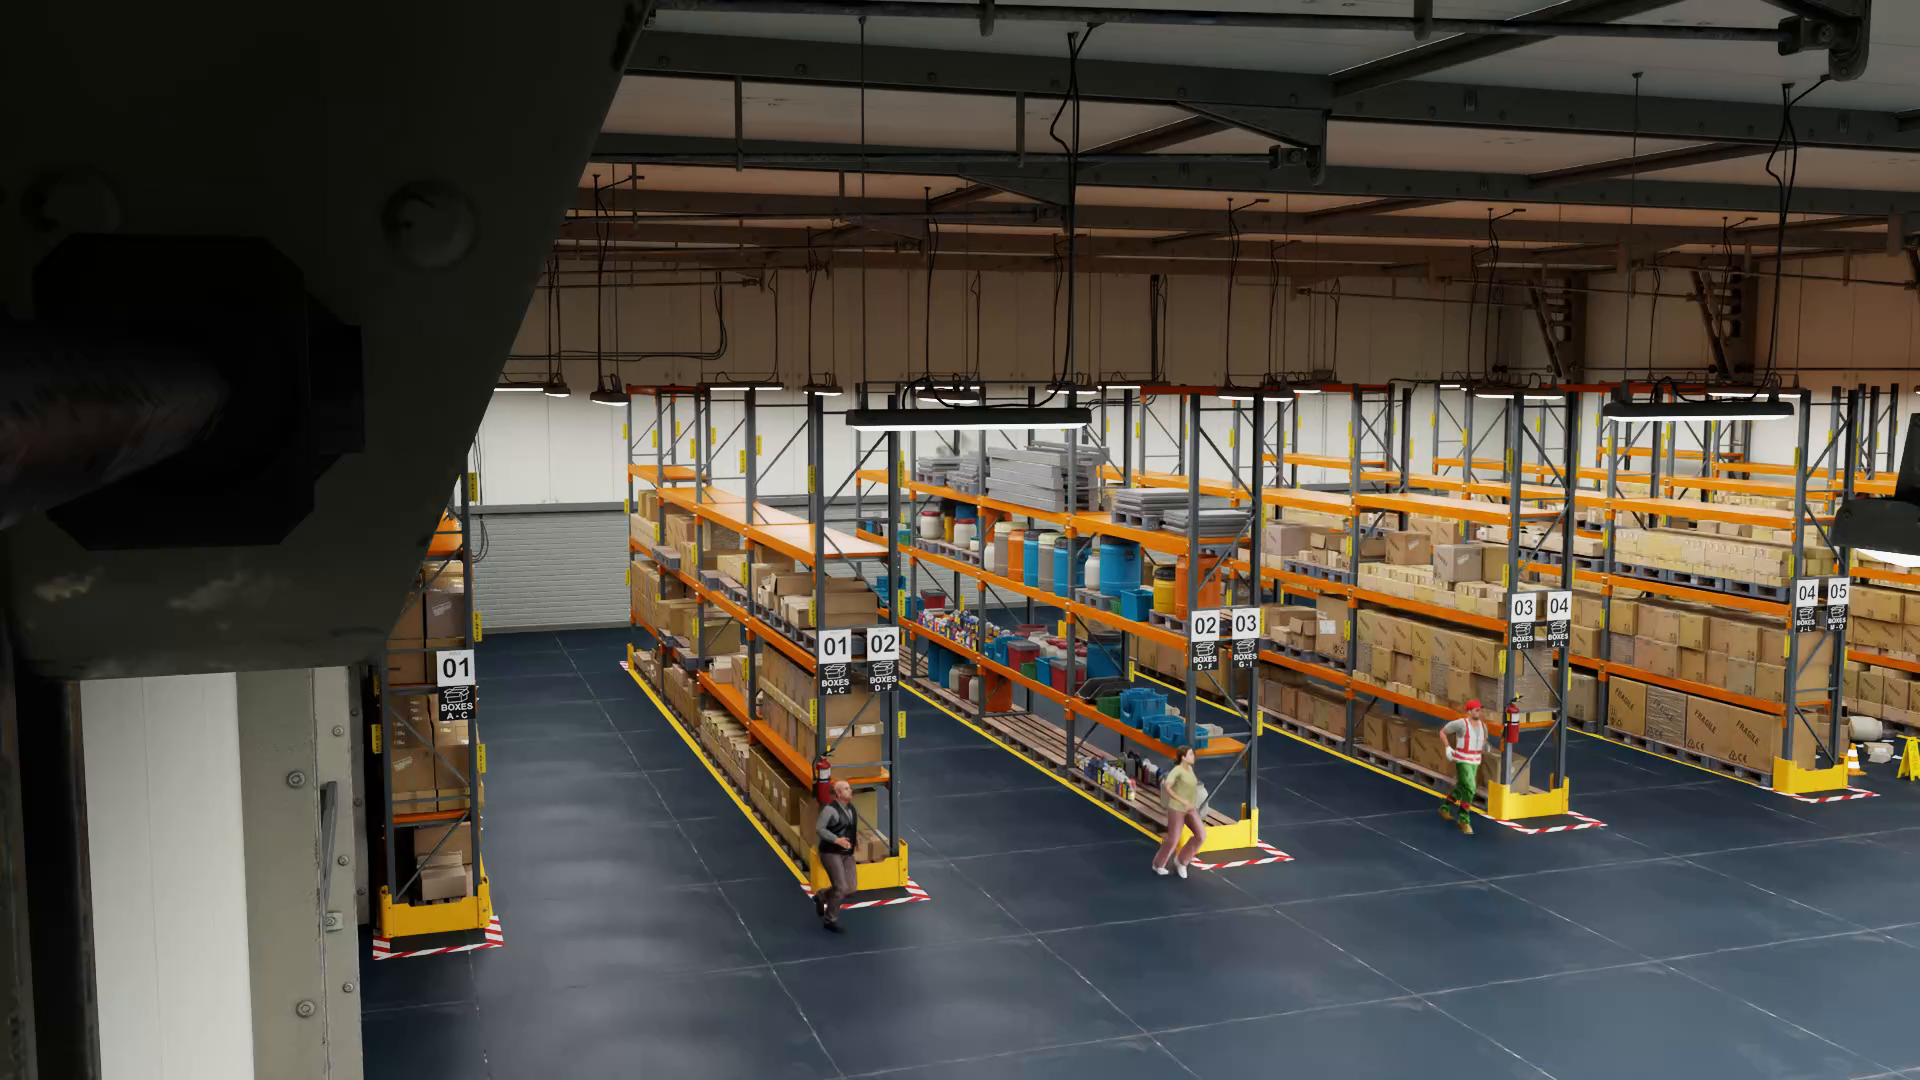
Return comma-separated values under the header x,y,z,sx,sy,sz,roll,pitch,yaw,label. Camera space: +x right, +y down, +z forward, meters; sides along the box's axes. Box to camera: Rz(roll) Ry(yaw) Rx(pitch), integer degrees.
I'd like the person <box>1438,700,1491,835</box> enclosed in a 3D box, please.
x,y,z,sx,sy,sz,roll,pitch,yaw,label
6.982,3.101,22.981,0.670,1.825,0.784,-3,7,-28,person

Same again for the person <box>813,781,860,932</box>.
x,y,z,sx,sy,sz,roll,pitch,yaw,label
-1.378,3.561,18.907,0.631,1.668,0.687,4,7,34,person

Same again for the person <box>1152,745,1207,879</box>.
x,y,z,sx,sy,sz,roll,pitch,yaw,label
2.795,3.376,20.781,0.637,1.641,0.642,-6,8,-44,person

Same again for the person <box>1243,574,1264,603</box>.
x,y,z,sx,sy,sz,roll,pitch,yaw,label
7.273,1.166,41.406,1.035,1.716,0.759,2,6,20,person
